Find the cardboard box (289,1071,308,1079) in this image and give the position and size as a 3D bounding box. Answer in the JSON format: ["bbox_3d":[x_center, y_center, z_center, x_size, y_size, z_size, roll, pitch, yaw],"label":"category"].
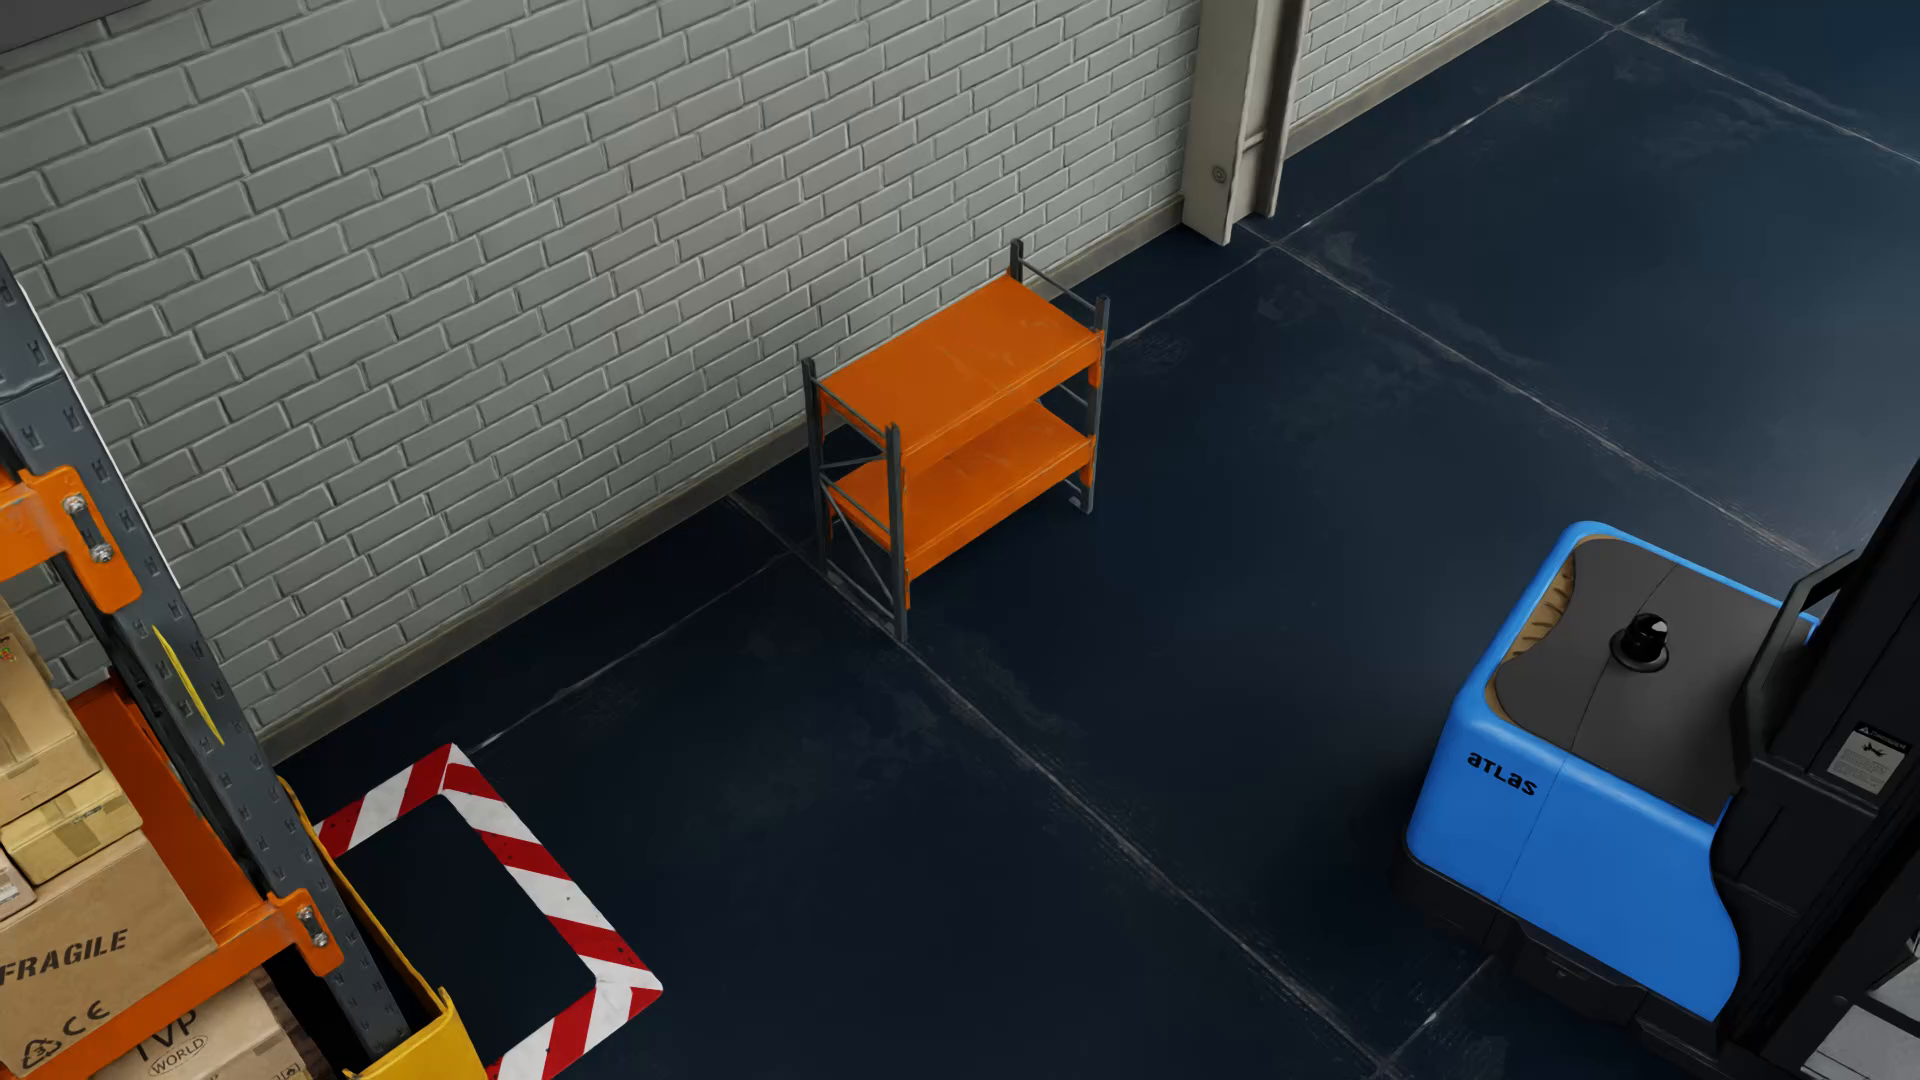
[{"bbox_3d":[-2.141,1.512,4.613,0.500,0.250,0.500,-34,56,-28],"label":"cardboard box"}]

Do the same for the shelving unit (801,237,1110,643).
[{"bbox_3d":[-0.005,-0.378,6.387,1.048,1.125,0.538,-34,56,-27],"label":"shelving unit"}]

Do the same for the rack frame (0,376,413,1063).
[{"bbox_3d":[-1.991,0.480,4.319,0.127,3.000,1.000,-34,56,-27],"label":"rack frame"}]

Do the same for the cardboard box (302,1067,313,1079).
[{"bbox_3d":[-2.126,1.675,4.802,0.500,0.250,0.500,-33,56,-27],"label":"cardboard box"}]

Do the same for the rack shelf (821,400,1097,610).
[{"bbox_3d":[-0.005,-0.212,6.566,1.000,0.278,0.538,-34,56,-27],"label":"rack shelf"}]

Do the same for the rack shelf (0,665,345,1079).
[{"bbox_3d":[-3.471,1.713,3.671,4.000,0.370,1.077,-34,56,-27],"label":"rack shelf"}]

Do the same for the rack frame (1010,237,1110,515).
[{"bbox_3d":[0.371,-0.629,6.619,0.032,1.125,0.500,-34,56,-27],"label":"rack frame"}]

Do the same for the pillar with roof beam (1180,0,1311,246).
[{"bbox_3d":[4.223,-2.325,2.826,0.400,9.000,9.100,-34,56,-27],"label":"pillar with roof beam"}]

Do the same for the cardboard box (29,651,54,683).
[{"bbox_3d":[-2.417,0.253,4.019,0.250,0.149,0.380,-35,56,-28],"label":"cardboard box"}]

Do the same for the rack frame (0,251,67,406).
[{"bbox_3d":[-1.991,-1.554,2.114,0.127,3.000,1.000,-34,56,-27],"label":"rack frame"}]

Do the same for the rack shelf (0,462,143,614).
[{"bbox_3d":[-3.471,0.696,2.569,4.000,0.370,1.077,-34,56,-27],"label":"rack shelf"}]

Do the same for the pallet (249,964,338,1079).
[{"bbox_3d":[-2.529,1.827,4.974,1.213,0.211,1.003,-34,56,-27],"label":"pallet"}]

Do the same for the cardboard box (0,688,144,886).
[{"bbox_3d":[-2.059,0.550,3.745,0.250,0.149,0.380,-33,55,-27],"label":"cardboard box"}]

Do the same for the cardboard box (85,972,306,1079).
[{"bbox_3d":[-2.122,1.329,4.441,0.500,0.250,0.500,-32,55,-26],"label":"cardboard box"}]

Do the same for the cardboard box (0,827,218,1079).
[{"bbox_3d":[-2.179,0.833,3.926,0.500,0.500,0.500,-35,56,-28],"label":"cardboard box"}]

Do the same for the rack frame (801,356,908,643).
[{"bbox_3d":[-0.381,-0.127,6.155,0.032,1.125,0.500,-34,56,-27],"label":"rack frame"}]

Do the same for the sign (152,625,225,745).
[{"bbox_3d":[-1.637,0.309,3.528,0.005,0.325,0.100,-34,56,-27],"label":"sign"}]

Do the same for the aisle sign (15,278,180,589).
[{"bbox_3d":[-1.745,-0.274,3.246,0.004,0.787,0.394,-34,56,-27],"label":"aisle sign"}]

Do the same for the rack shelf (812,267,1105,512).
[{"bbox_3d":[-0.005,-0.577,6.172,1.000,0.278,0.538,-34,56,-27],"label":"rack shelf"}]

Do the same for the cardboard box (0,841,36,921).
[{"bbox_3d":[-2.228,0.693,3.614,0.250,0.149,0.380,-33,55,-27],"label":"cardboard box"}]

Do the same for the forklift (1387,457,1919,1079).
[{"bbox_3d":[2.943,0.569,4.284,3.031,2.935,1.130,28,53,23],"label":"forklift"}]

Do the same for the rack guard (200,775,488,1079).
[{"bbox_3d":[-1.974,1.316,5.249,0.348,0.500,1.175,-34,56,-27],"label":"rack guard"}]

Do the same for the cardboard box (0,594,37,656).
[{"bbox_3d":[-2.384,0.176,3.888,0.250,0.149,0.380,-35,56,-28],"label":"cardboard box"}]

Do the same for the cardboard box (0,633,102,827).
[{"bbox_3d":[-2.115,0.417,3.665,0.250,0.149,0.380,-34,56,-27],"label":"cardboard box"}]
